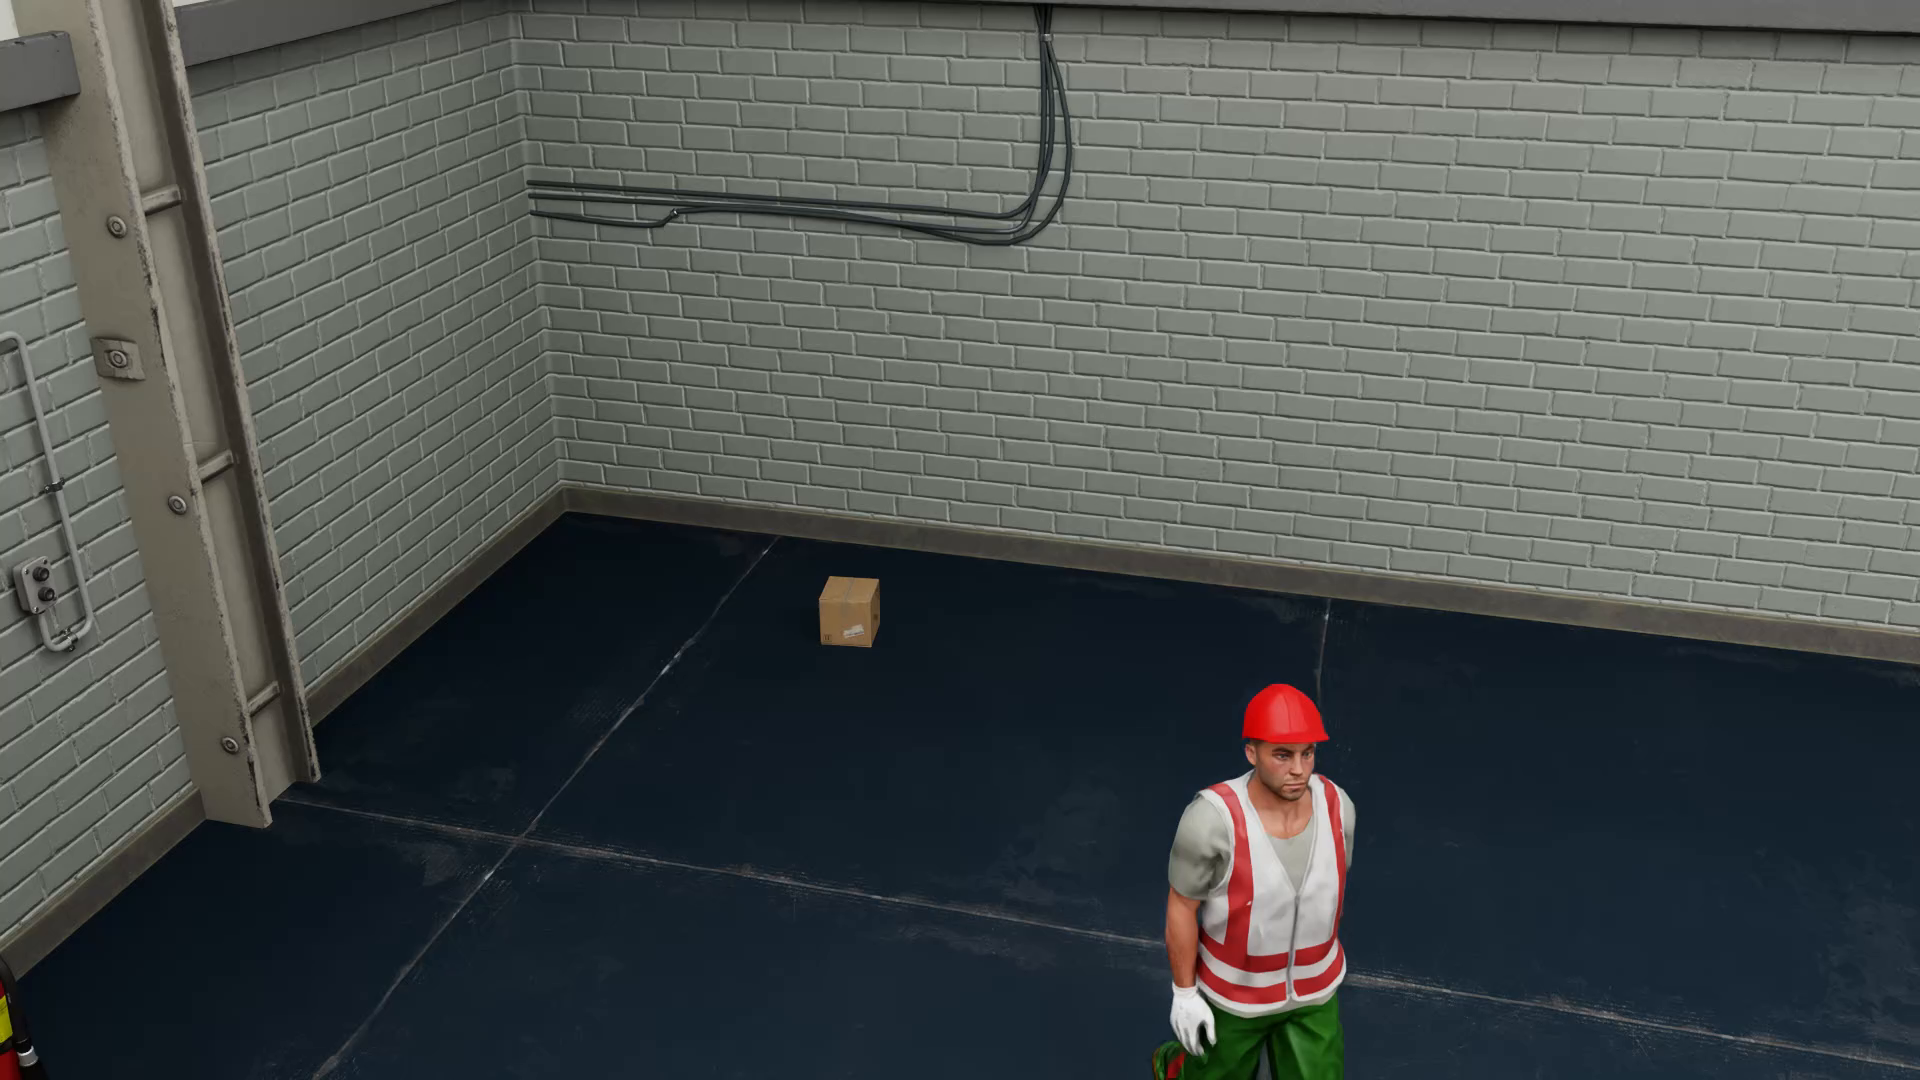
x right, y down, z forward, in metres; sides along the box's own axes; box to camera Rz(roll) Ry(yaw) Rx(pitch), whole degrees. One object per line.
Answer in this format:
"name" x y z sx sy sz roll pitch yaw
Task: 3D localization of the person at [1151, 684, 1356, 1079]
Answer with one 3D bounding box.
"person" 0.800 1.179 4.551 0.537 1.768 0.815 -6 26 -13
